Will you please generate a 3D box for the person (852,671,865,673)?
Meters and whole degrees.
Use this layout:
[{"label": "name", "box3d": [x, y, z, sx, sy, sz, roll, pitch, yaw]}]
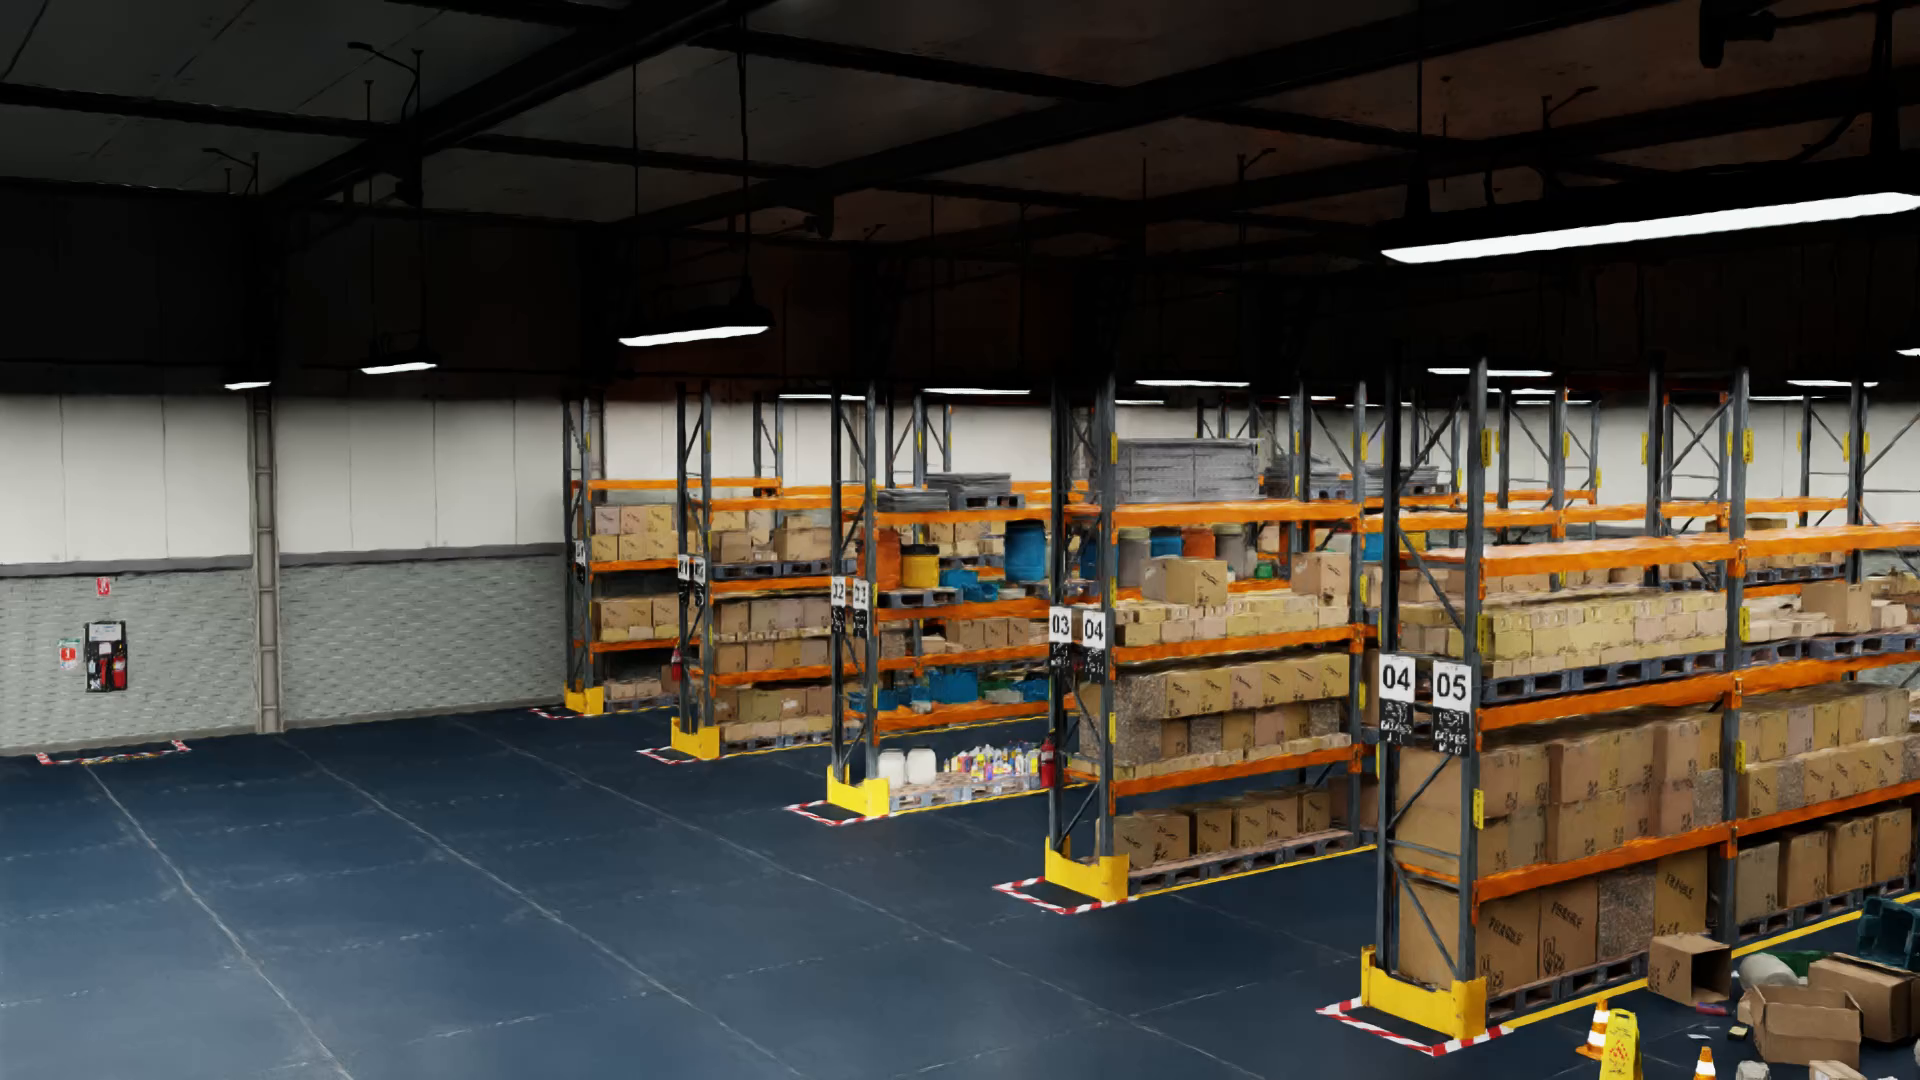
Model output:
[{"label": "person", "box3d": [-1.954, 2.418, 30.758, 1.037, 1.516, 0.417, -2, 4, -32]}]
